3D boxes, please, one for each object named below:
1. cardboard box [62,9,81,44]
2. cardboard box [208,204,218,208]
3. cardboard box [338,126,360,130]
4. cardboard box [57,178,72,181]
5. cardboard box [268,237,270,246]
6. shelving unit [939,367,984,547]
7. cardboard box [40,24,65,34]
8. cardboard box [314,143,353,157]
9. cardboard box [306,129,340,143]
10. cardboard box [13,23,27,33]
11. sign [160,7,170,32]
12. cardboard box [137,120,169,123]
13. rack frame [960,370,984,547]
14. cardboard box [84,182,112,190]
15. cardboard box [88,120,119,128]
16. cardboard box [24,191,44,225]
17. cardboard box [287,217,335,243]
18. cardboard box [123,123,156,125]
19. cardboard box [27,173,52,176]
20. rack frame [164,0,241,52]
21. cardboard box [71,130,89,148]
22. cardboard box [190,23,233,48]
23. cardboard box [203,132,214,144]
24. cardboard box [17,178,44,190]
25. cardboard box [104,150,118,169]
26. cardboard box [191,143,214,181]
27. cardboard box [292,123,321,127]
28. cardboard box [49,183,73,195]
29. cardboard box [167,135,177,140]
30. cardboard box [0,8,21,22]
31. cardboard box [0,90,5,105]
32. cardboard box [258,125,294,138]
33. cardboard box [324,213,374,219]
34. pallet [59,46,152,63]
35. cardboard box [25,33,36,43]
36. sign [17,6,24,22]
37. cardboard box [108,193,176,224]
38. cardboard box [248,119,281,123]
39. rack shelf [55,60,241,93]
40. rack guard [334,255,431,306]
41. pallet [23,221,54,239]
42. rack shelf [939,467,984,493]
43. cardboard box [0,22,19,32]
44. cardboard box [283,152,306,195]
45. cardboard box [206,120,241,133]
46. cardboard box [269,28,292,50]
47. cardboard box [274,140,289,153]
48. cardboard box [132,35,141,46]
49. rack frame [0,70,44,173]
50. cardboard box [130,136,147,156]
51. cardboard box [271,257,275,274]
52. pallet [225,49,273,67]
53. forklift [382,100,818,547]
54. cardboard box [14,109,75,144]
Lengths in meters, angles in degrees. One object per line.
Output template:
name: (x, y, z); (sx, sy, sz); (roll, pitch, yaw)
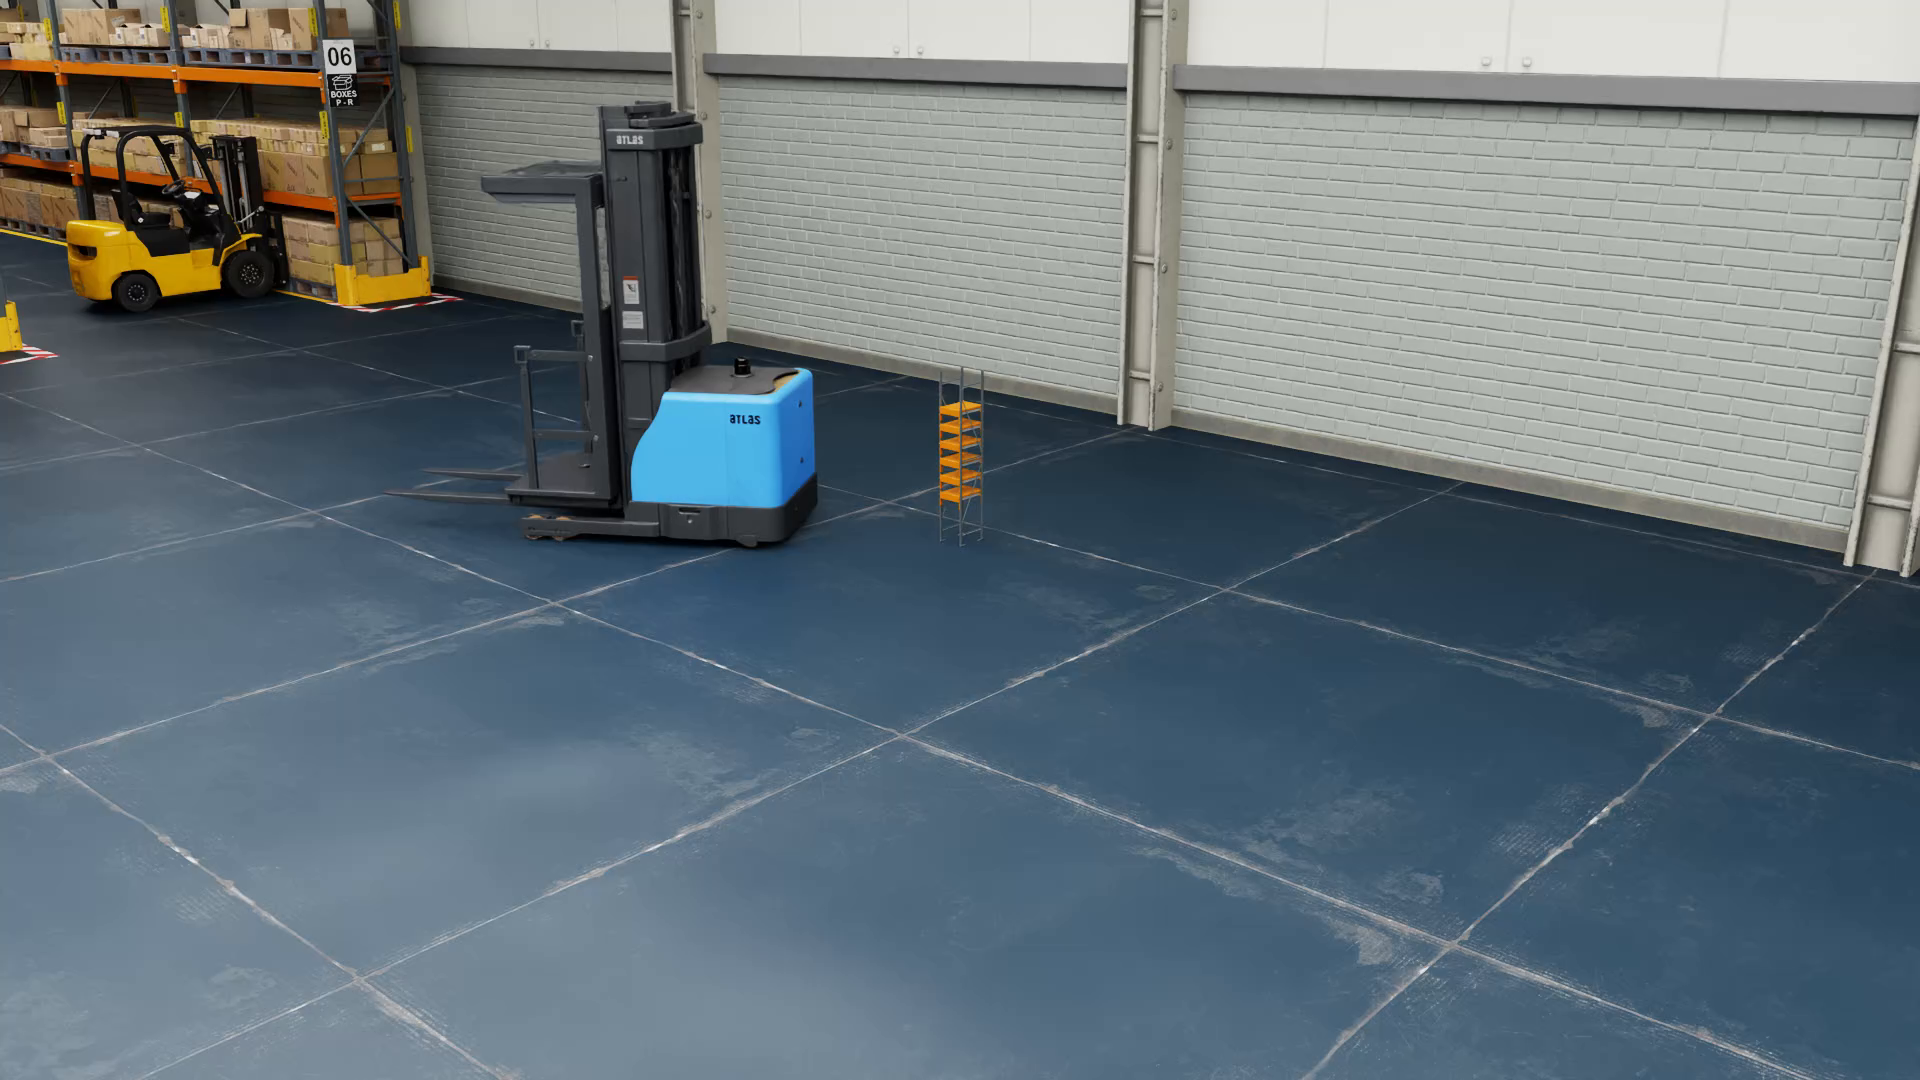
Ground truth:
cardboard box: (-13.003, -7.661, 24.810); (0.500, 0.500, 0.500); (15, 23, 40)
cardboard box: (-10.238, -4.532, 23.131); (0.500, 0.250, 0.500); (15, 23, 38)
cardboard box: (-7.889, -5.255, 21.482); (0.250, 0.149, 0.380); (16, 23, 40)
cardboard box: (-14.912, -5.999, 27.921); (0.250, 0.149, 0.380); (15, 23, 40)
cardboard box: (-9.111, -3.989, 22.246); (0.500, 0.250, 0.500); (15, 23, 39)
shelving unit: (0.011, -0.569, 11.421); (0.189, 1.200, 0.258); (15, 23, 39)
cardboard box: (-13.837, -7.829, 25.460); (0.250, 0.149, 0.380); (16, 24, 41)
cardboard box: (-7.845, -4.894, 20.835); (0.250, 0.149, 0.380); (15, 23, 40)
cardboard box: (-8.012, -5.096, 20.981); (0.250, 0.149, 0.380); (15, 23, 39)
cardboard box: (-14.617, -8.039, 26.123); (0.250, 0.149, 0.380); (14, 23, 38)
sign: (-10.744, -7.035, 22.487); (0.005, 0.325, 0.100); (15, 23, 39)
cardboard box: (-12.209, -6.278, 25.196); (0.250, 0.149, 0.380); (15, 23, 39)
rack frame: (0.079, -0.551, 11.363); (0.006, 1.200, 0.240); (15, 23, 39)
cardboard box: (-13.986, -5.721, 27.046); (0.250, 0.149, 0.380); (15, 23, 40)
cardboard box: (-12.930, -6.264, 25.153); (0.250, 0.149, 0.380); (16, 24, 41)
cardboard box: (-15.003, -5.489, 27.387); (0.500, 0.500, 0.500); (14, 22, 37)
cardboard box: (-8.337, -4.020, 21.518); (0.500, 0.250, 0.500); (16, 23, 40)
cardboard box: (-12.109, -6.076, 24.560); (0.250, 0.149, 0.380); (15, 23, 39)
cardboard box: (-15.908, -6.249, 28.710); (0.250, 0.149, 0.380); (14, 22, 37)
rack frame: (-10.391, -8.193, 22.552); (0.127, 3.000, 1.000); (15, 23, 39)
cardboard box: (-13.230, -6.154, 25.464); (0.500, 0.250, 0.500); (15, 23, 39)
cardboard box: (-9.931, -6.747, 22.240); (0.500, 0.311, 0.500); (16, 23, 40)
cardboard box: (-10.133, -5.515, 22.794); (0.250, 0.149, 0.380); (16, 23, 41)
cardboard box: (-15.449, -5.928, 27.698); (0.250, 0.149, 0.380); (15, 23, 39)
cardboard box: (-12.451, -5.717, 24.915); (0.500, 0.250, 0.500); (14, 22, 38)
cardboard box: (-10.233, -5.233, 22.977); (0.500, 0.500, 0.500); (14, 22, 38)
cardboard box: (-8.647, -5.462, 22.134); (0.250, 0.149, 0.380); (15, 23, 40)
cardboard box: (-14.480, -5.671, 26.886); (0.250, 0.149, 0.380); (16, 24, 41)
cardboard box: (-10.999, -5.757, 23.554); (0.250, 0.149, 0.380); (15, 23, 38)
cardboard box: (-15.881, -8.746, 27.630); (0.258, 0.266, 0.396); (15, 23, 39)
cardboard box: (-17.312, -7.727, 29.517); (0.500, 0.500, 0.500); (14, 23, 38)
cardboard box: (-8.959, -5.360, 21.813); (0.250, 0.149, 0.380); (15, 23, 40)
cardboard box: (-8.010, -4.136, 21.882); (0.500, 0.250, 0.500); (15, 23, 39)
pallet: (-12.816, -7.361, 25.199); (1.003, 0.211, 1.213); (16, 24, 42)
cardboard box: (-14.383, -7.857, 26.040); (0.250, 0.149, 0.380); (15, 23, 39)
sign: (-16.009, -8.930, 28.327); (0.005, 0.325, 0.100); (15, 23, 39)
cardboard box: (-12.432, -4.947, 25.473); (0.625, 0.625, 0.875); (16, 24, 41)
cardboard box: (-9.585, -5.727, 22.968); (0.250, 0.149, 0.380); (15, 23, 39)
rack shelf: (-11.887, -6.822, 24.380); (4.000, 0.370, 1.077); (15, 23, 39)
rack guard: (-7.382, -3.334, 21.291); (0.348, 0.500, 1.175); (15, 23, 39)
pallet: (-14.825, -5.211, 27.683); (1.213, 0.211, 1.003); (15, 23, 39)
rack shelf: (0.011, -0.412, 11.471); (0.180, 0.103, 0.258); (15, 23, 39)
cardboard box: (-15.252, -8.184, 26.547); (0.250, 0.149, 0.380); (15, 23, 40)
cardboard box: (-8.324, -4.724, 21.372); (0.500, 0.500, 0.500); (16, 24, 41)
cardboard box: (-10.083, -5.673, 22.799); (0.250, 0.149, 0.380); (15, 23, 40)
cardboard box: (-8.411, -6.293, 20.885); (0.258, 0.266, 0.396); (15, 23, 39)
cardboard box: (-8.618, -5.099, 21.483); (0.250, 0.149, 0.380); (14, 22, 38)
cardboard box: (-11.415, -7.044, 23.444); (0.250, 0.149, 0.380); (15, 23, 39)
rack frame: (-16.375, -6.940, 28.521); (0.127, 3.000, 1.000); (15, 23, 39)
cardboard box: (-11.696, -5.747, 24.183); (0.500, 0.250, 0.500); (16, 23, 40)
cardboard box: (-9.098, -3.747, 22.310); (0.500, 0.250, 0.500); (16, 24, 41)
pallet: (-8.828, -6.311, 21.726); (1.213, 0.211, 1.003); (15, 23, 39)
forklift: (-2.610, -1.545, 11.635); (3.031, 2.935, 1.130); (3, 18, 9)
cardboard box: (-14.727, -6.672, 26.812); (0.637, 0.503, 0.797); (14, 23, 38)
